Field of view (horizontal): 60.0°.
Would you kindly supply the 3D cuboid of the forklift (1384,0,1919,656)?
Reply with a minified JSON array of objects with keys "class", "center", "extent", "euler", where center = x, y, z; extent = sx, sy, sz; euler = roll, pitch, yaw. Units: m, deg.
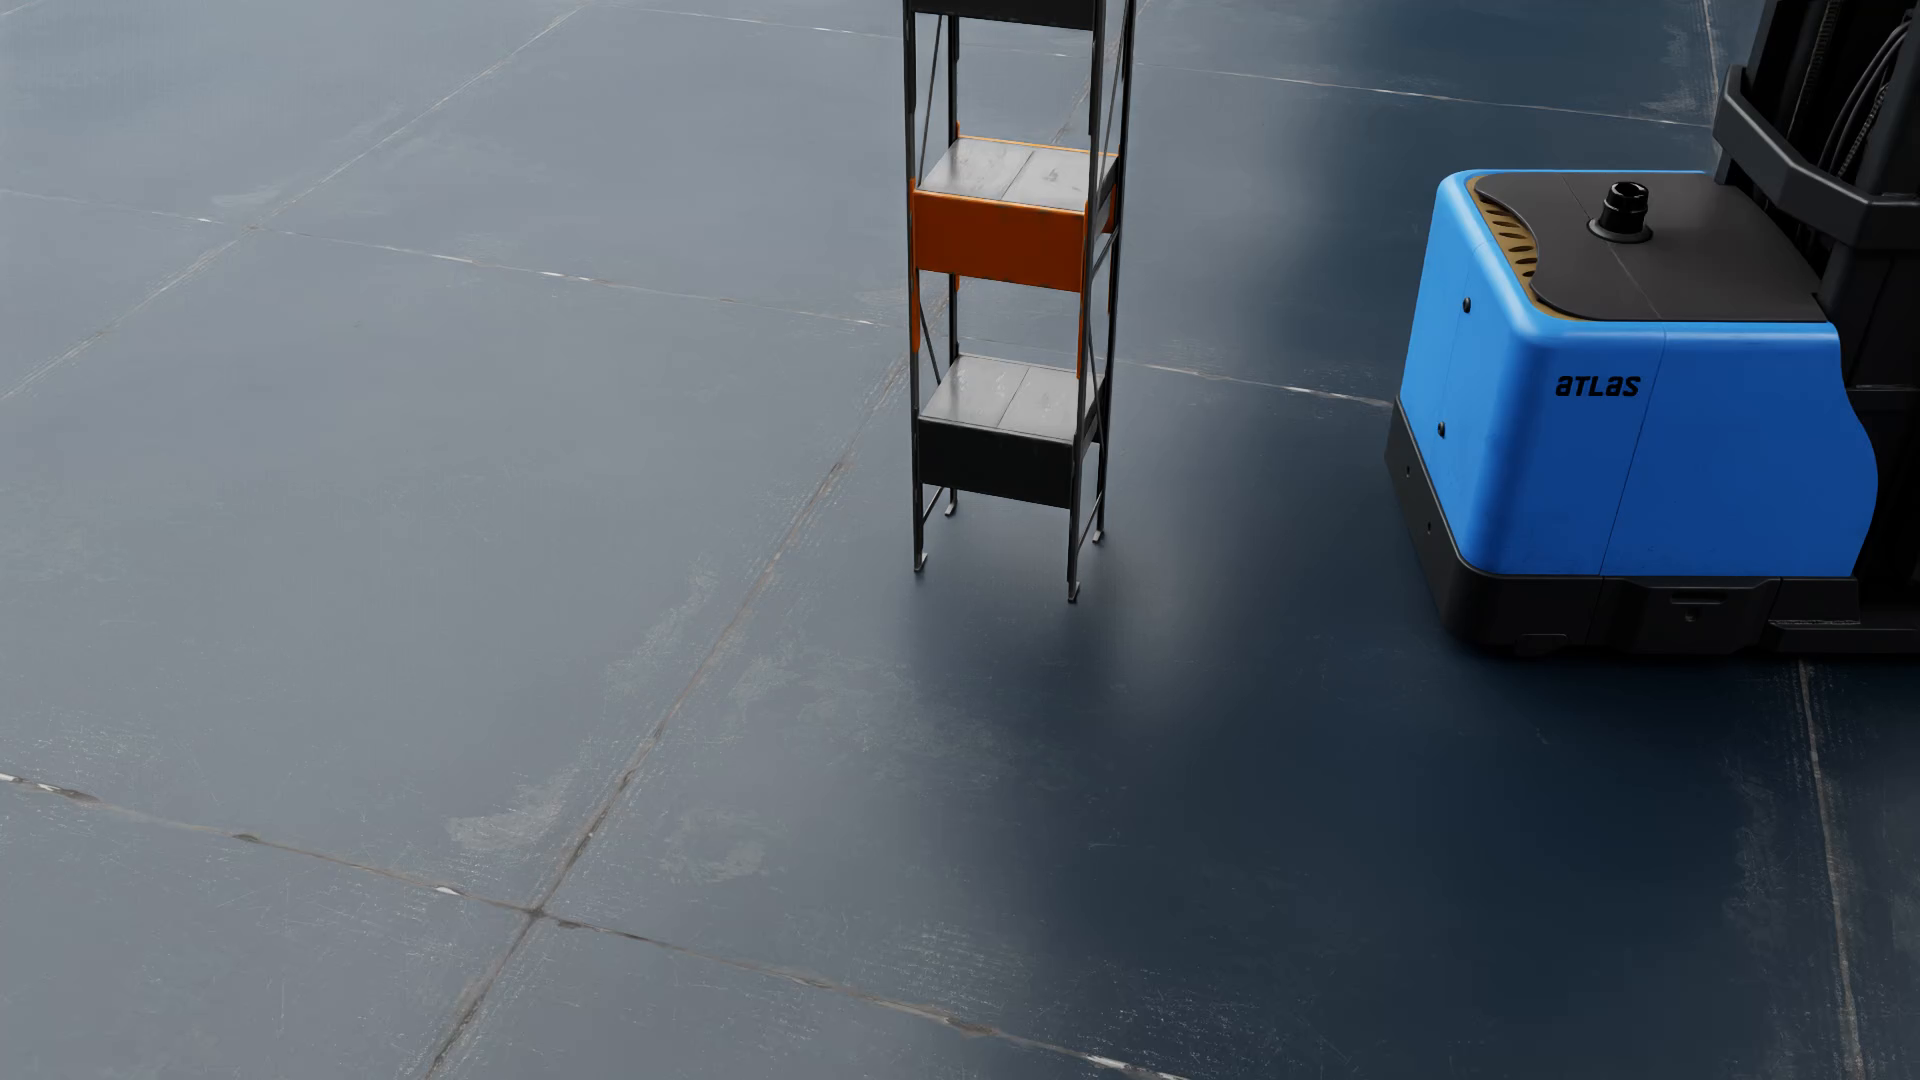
[{"class":"forklift","center":[2.913,-1.129,4.311],"extent":[3.031,2.935,1.130],"euler":[0,36,0]}]

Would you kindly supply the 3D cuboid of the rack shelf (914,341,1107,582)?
[{"class":"rack shelf","center":[0.158,-0.242,5.011],"extent":[0.480,0.518,0.431],"euler":[10,38,14]}]

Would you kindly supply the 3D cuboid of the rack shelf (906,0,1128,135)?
[{"class":"rack shelf","center":[0.158,-1.369,4.181],"extent":[0.480,0.518,0.431],"euler":[10,38,14]}]

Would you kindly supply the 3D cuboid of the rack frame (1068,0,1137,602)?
[{"class":"rack frame","center":[0.391,-0.773,4.529],"extent":[0.015,2.100,0.400],"euler":[10,38,14]}]

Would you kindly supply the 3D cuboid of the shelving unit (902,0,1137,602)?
[{"class":"shelving unit","center":[0.158,-0.816,4.588],"extent":[0.503,2.100,0.431],"euler":[10,38,14]}]

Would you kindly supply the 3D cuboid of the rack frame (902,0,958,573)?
[{"class":"rack frame","center":[-0.075,-0.860,4.646],"extent":[0.015,2.100,0.400],"euler":[10,38,14]}]

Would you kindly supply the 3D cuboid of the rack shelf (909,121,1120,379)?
[{"class":"rack shelf","center":[0.158,-0.805,4.596],"extent":[0.480,0.518,0.431],"euler":[10,38,14]}]
